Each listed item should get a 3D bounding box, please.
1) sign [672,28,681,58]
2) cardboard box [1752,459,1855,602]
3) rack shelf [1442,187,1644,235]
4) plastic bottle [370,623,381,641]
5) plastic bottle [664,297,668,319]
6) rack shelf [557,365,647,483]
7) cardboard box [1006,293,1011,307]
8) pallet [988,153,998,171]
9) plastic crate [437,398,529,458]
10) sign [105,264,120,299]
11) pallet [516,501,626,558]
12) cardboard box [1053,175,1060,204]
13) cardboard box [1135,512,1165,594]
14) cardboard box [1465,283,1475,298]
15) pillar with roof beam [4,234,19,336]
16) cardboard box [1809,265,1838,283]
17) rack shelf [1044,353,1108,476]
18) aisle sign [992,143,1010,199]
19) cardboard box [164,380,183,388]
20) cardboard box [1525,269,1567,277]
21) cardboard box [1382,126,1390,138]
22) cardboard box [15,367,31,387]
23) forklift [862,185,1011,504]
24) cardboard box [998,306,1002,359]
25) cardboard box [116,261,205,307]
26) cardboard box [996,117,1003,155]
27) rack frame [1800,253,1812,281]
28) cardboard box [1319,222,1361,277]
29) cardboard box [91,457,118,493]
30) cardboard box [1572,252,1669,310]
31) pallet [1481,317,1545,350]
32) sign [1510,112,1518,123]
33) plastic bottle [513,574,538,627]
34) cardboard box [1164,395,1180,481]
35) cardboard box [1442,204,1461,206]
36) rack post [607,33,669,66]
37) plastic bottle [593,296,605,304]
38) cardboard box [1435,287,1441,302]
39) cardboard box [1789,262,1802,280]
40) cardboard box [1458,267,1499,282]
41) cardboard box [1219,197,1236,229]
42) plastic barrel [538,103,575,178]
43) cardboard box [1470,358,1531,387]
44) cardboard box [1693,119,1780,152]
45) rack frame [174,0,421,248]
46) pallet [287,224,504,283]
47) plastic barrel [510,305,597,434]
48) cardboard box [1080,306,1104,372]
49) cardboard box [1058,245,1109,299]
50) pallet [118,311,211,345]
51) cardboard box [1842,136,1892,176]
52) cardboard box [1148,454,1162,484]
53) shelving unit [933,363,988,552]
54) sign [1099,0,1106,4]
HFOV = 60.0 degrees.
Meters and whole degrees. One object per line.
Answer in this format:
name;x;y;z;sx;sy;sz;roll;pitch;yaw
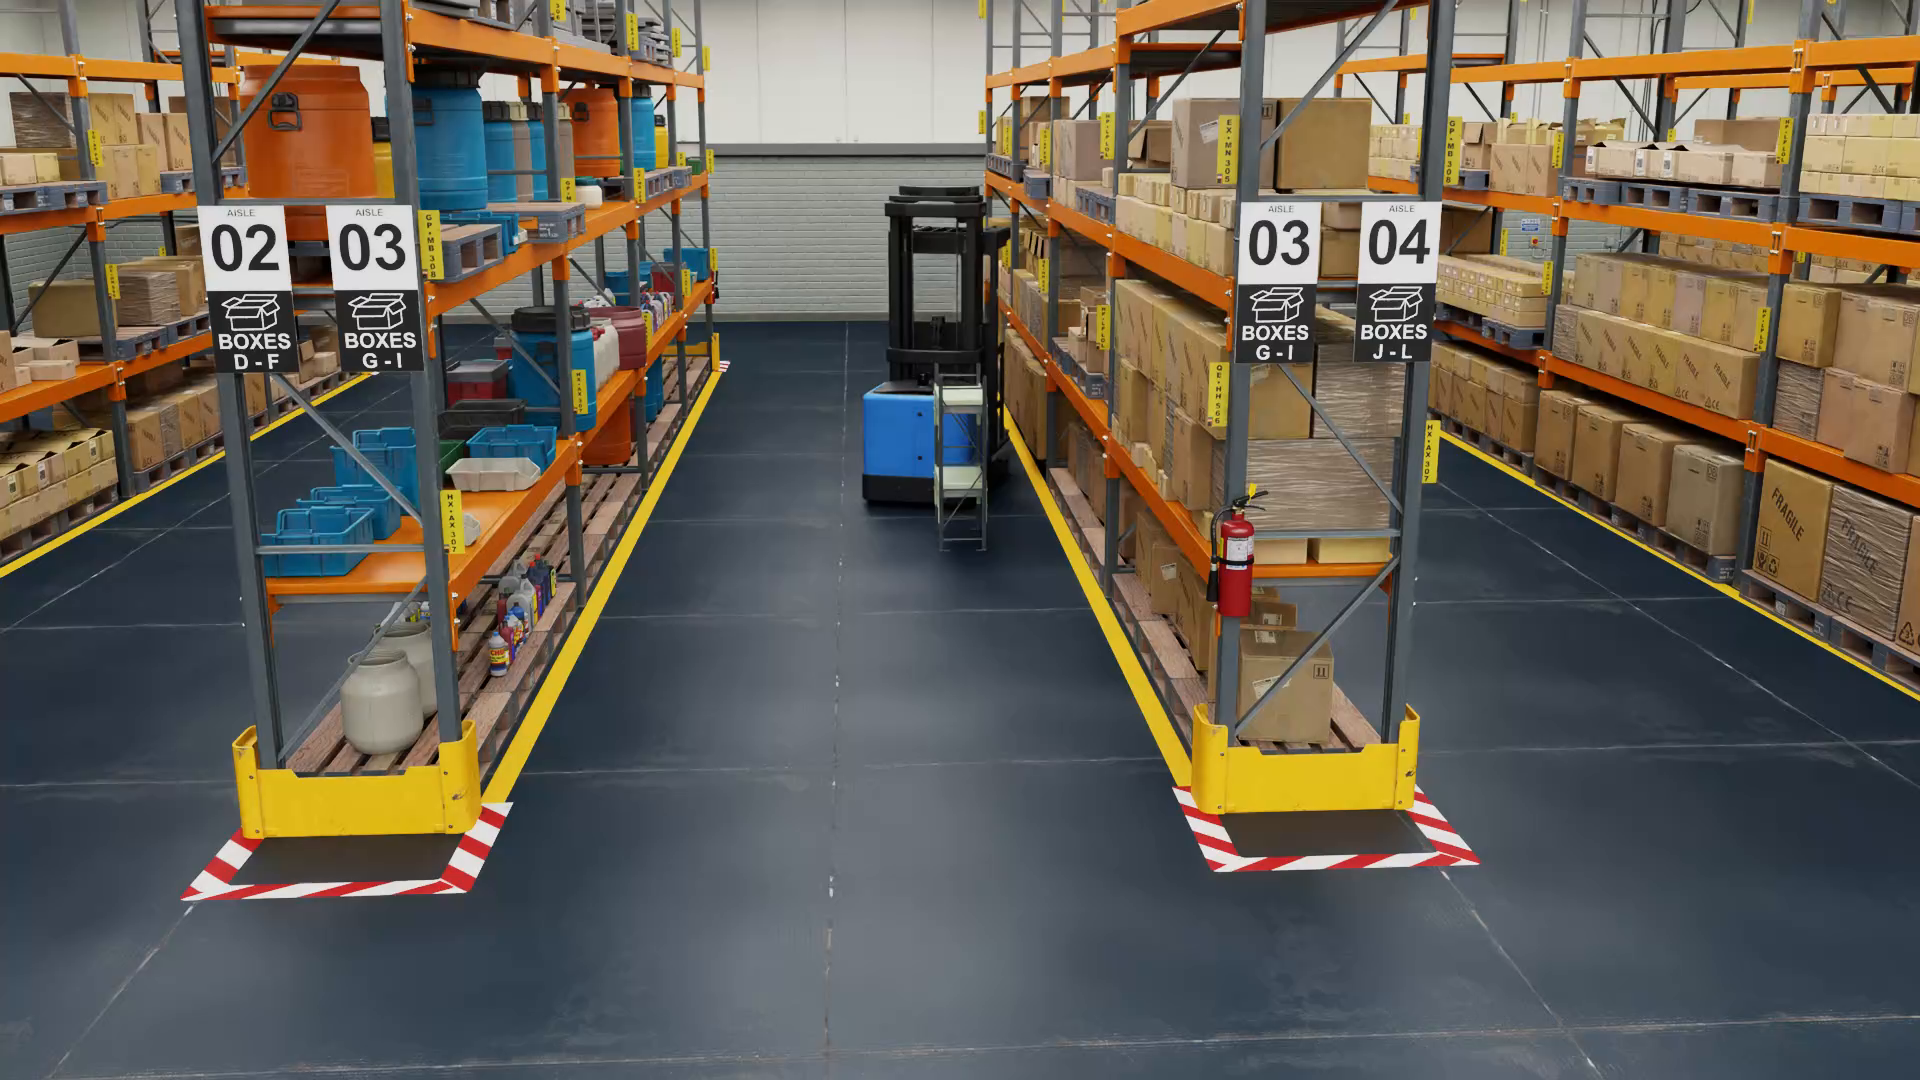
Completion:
sign;-3.276;-5.745;19.214;0.100;0.325;0.005;-1;14;-3
cardboard box;6.540;-0.088;12.269;0.875;0.875;0.875;-1;14;-3
rack shelf;6.199;-3.667;18.184;1.077;0.370;4.000;-1;14;-3
plastic bottle;-3.659;0.675;10.450;0.061;0.283;0.133;-1;14;-2
plastic bottle;-3.456;-2.689;19.205;0.152;0.276;0.135;-1;14;-3
rack shelf;-3.454;-1.092;14.195;1.077;0.370;4.000;-1;14;-3
cardboard box;0.772;-2.958;20.508;0.380;0.149;0.250;-1;14;-3
pallet;0.927;-5.229;22.989;1.003;0.211;1.213;-1;14;-3
plastic crate;-3.424;-0.781;11.666;0.767;0.338;0.504;-1;14;-3
sign;-7.968;-2.432;15.637;0.100;0.325;0.005;-1;14;-3
pallet;-3.496;-0.091;14.458;1.003;0.211;1.213;-1;14;-3
cardboard box;1.141;-3.274;15.511;0.500;0.250;0.500;-1;14;-2
cardboard box;1.599;0.088;12.339;0.500;0.500;0.500;-1;14;-5
cardboard box;5.755;-2.728;18.174;0.380;0.149;0.250;-1;14;-2
pillar with roof beam;-10.695;-7.404;25.245;9.100;9.000;0.400;-1;14;-3
cardboard box;10.755;-3.218;20.311;0.500;0.250;0.500;-1;14;-5
rack shelf;1.490;-1.169;14.492;1.077;0.370;4.000;-1;14;-3
aisle sign;0.566;-5.276;23.796;0.394;0.787;0.004;-1;14;-3
cardboard box;-8.915;-1.479;18.387;0.500;0.500;0.500;-1;14;-3
cardboard box;6.404;-2.880;18.169;0.380;0.149;0.250;0;14;-2
cardboard box;5.677;-5.271;21.469;0.380;0.149;0.250;-1;14;-4
cardboard box;-8.386;-1.424;14.547;0.380;0.149;0.250;0;14;1
forklift;-0.111;-2.073;16.702;1.130;2.935;3.031;3;15;12
cardboard box;0.990;-3.020;23.667;0.875;0.875;0.875;-1;14;-3
cardboard box;-8.857;-2.818;18.414;0.700;0.500;0.500;1;14;5
cardboard box;0.870;-5.487;22.567;0.700;0.500;0.500;-1;14;-5
rack frame;11.009;-3.162;20.796;1.000;3.000;0.127;-1;14;-3
cardboard box;2.090;-1.529;8.729;0.500;0.250;0.500;0;14;-2
cardboard box;-8.246;-0.607;15.541;0.500;0.250;0.500;-1;14;-2
cardboard box;6.340;-2.487;15.964;0.700;0.500;0.500;-1;14;-4
pallet;6.172;-2.148;17.242;1.213;0.211;1.003;-1;14;-3
sign;6.628;-4.964;19.951;0.100;0.325;0.005;-1;14;-3
plastic bottle;-2.970;0.411;11.344;0.144;0.351;0.185;-1;14;-4
cardboard box;1.716;-0.602;10.048;0.875;0.500;0.500;-1;14;-3
cardboard box;6.242;-4.108;21.667;0.500;0.500;0.500;-1;14;-3
rack post;-3.573;-5.094;17.271;0.937;0.300;0.954;1;14;3
plastic bottle;-4.154;-2.661;19.096;0.152;0.276;0.135;-1;14;-3
cardboard box;5.689;-2.844;19.220;0.380;0.149;0.250;-1;14;-3
cardboard box;10.725;-3.322;21.217;0.500;0.500;0.500;-1;14;-3
cardboard box;5.741;-2.937;18.388;0.380;0.149;0.250;0;14;-2
cardboard box;1.533;-1.662;8.447;0.380;0.149;0.250;-1;14;-3
plastic barrel;-3.743;-3.426;14.795;0.600;0.901;0.600;0;14;0
cardboard box;5.961;-1.840;18.326;0.500;0.250;0.500;-1;14;-2
cardboard box;6.710;-3.391;14.421;0.500;0.500;0.500;-1;14;-3
rack frame;-3.082;-2.854;7.558;1.000;3.000;0.127;-1;14;-3
pallet;-3.036;-1.517;8.761;1.003;0.211;1.213;-1;14;-3
plastic barrel;-3.051;-1.287;12.501;0.600;0.901;0.708;-1;14;-3
cardboard box;1.414;-1.703;14.074;0.797;0.503;0.637;1;14;2
cardboard box;1.337;-2.731;16.906;0.797;0.503;0.637;0;14;-2
pallet;-8.647;-2.253;17.648;1.003;0.211;1.213;-1;14;-3
cardboard box;6.354;-2.595;11.235;0.500;0.250;0.500;-1;14;-4
cardboard box;1.433;-0.467;10.825;0.380;0.149;0.250;-1;14;-3
shelving unit;0.000;-0.725;14.333;0.431;1.500;0.755;-1;14;-3
sign;1.659;-6.417;19.372;0.100;0.325;0.005;-1;14;-3
